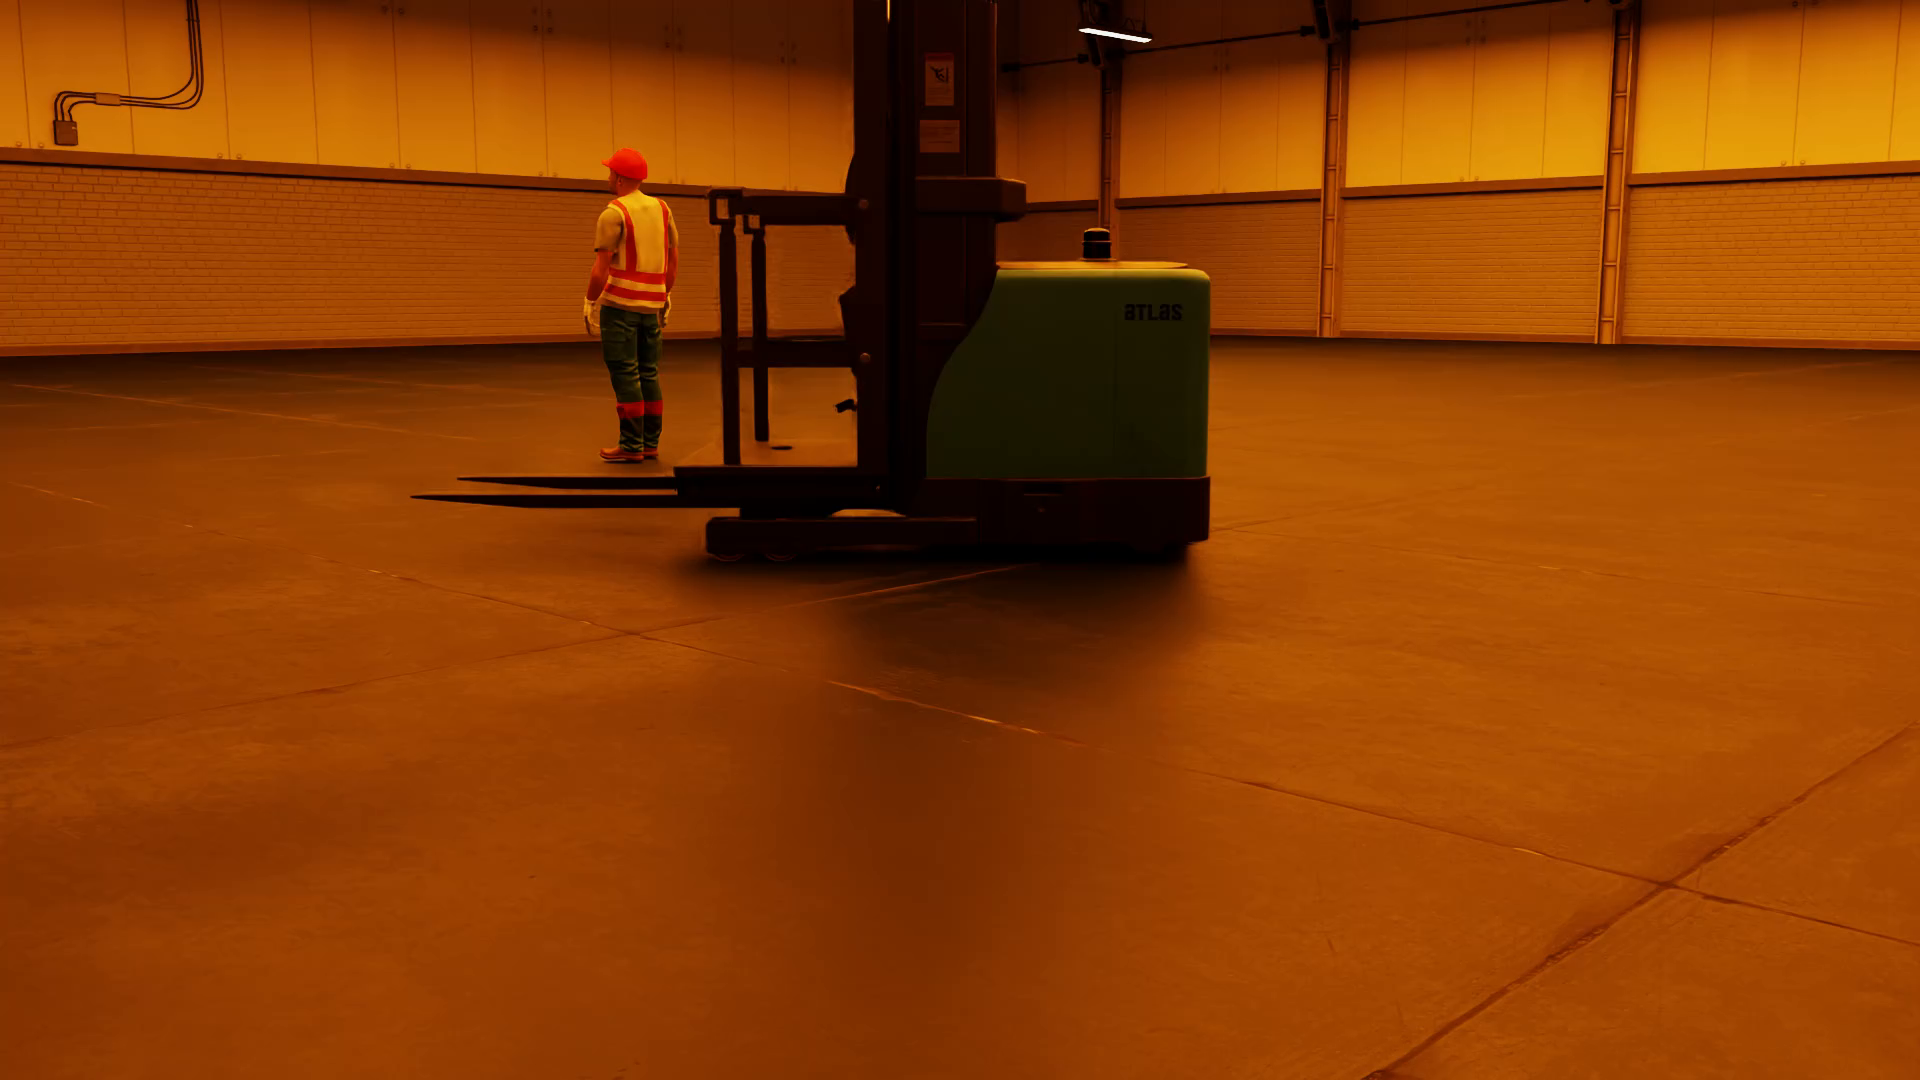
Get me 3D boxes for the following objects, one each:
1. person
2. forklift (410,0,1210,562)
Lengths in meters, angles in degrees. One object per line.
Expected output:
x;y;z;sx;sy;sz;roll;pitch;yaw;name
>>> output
-1.960;-1.355;9.661;0.564;1.787;0.638;7;11;37;person
-0.581;-1.446;6.476;3.031;2.935;1.130;0;9;0;forklift
